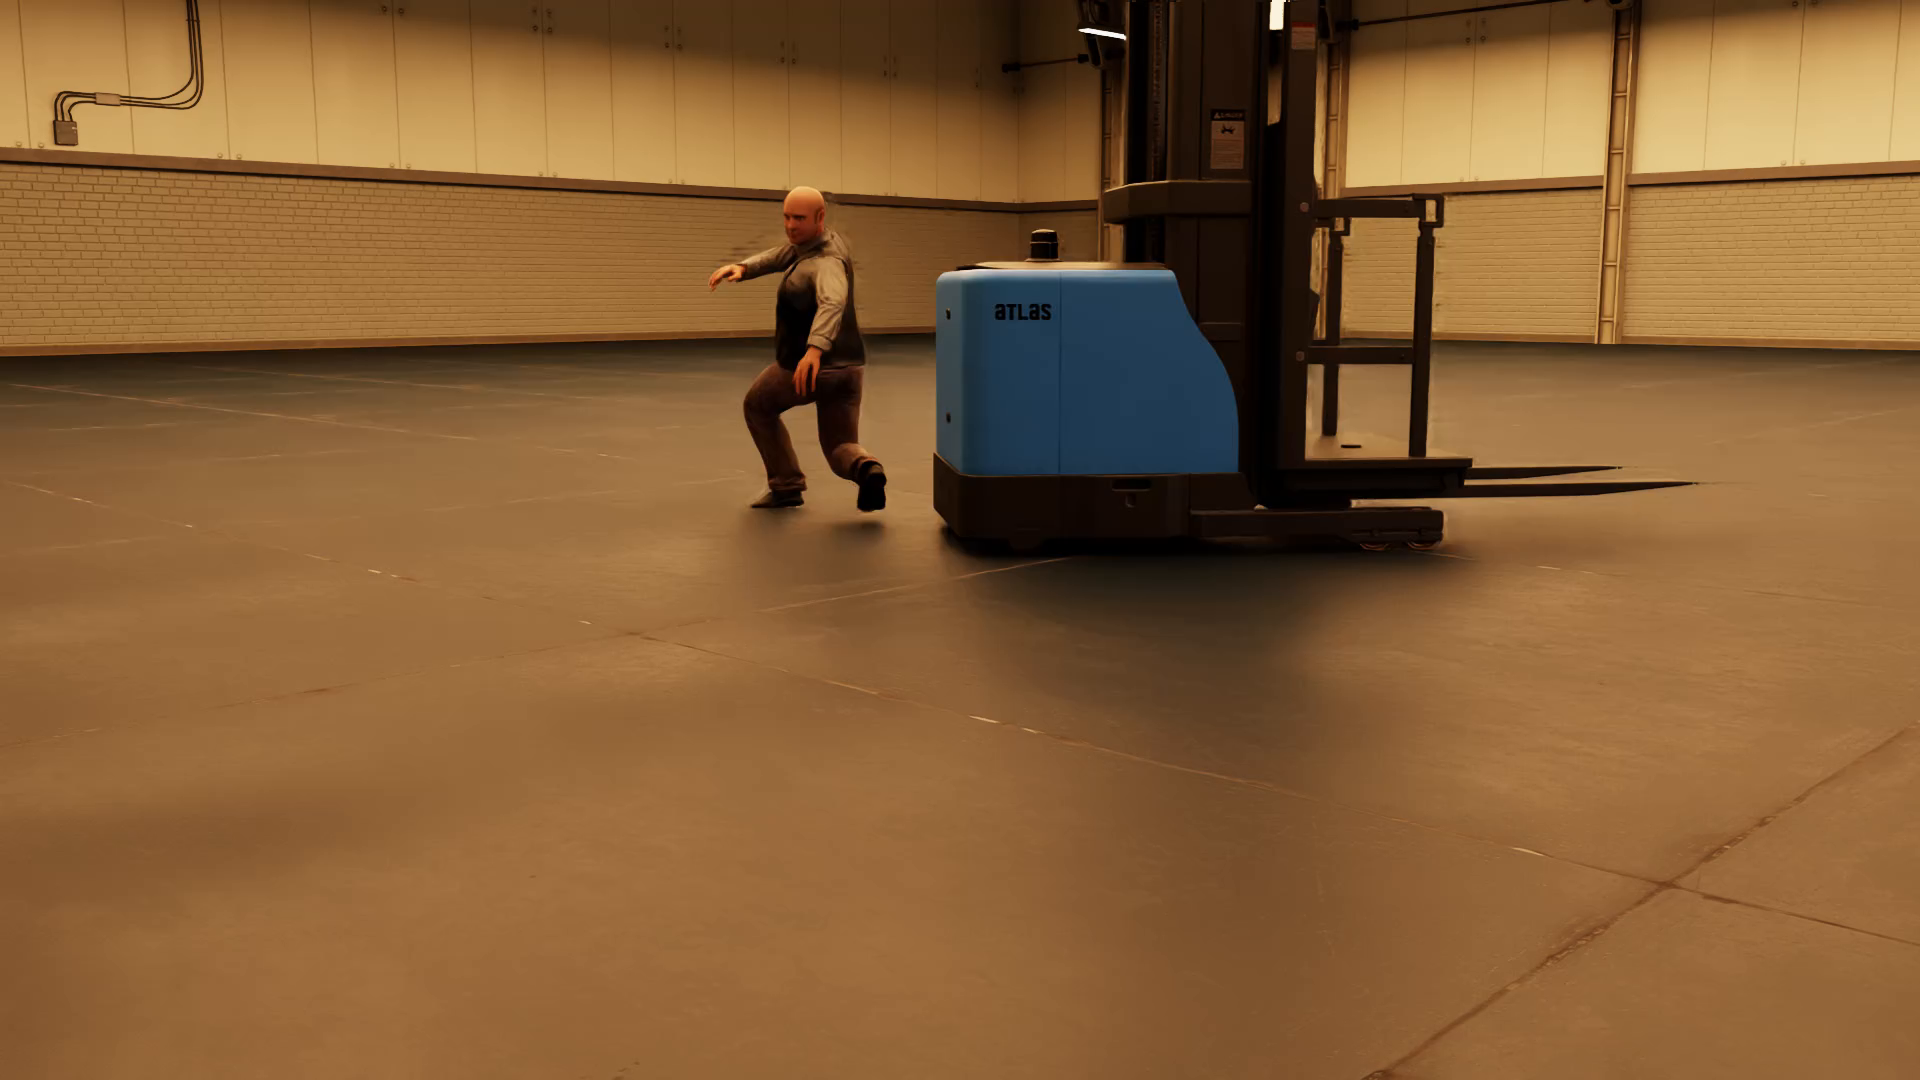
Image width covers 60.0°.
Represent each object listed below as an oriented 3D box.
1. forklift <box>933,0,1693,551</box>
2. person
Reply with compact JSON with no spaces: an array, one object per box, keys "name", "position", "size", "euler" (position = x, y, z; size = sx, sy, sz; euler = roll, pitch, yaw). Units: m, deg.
[{"name":"forklift","position":[1.443,-1.482,6.718],"size":[3.031,2.935,1.130],"euler":[-1,9,-7]},{"name":"person","position":[-0.698,-0.800,7.338],"size":[0.956,1.489,0.730],"euler":[7,11,38]}]
